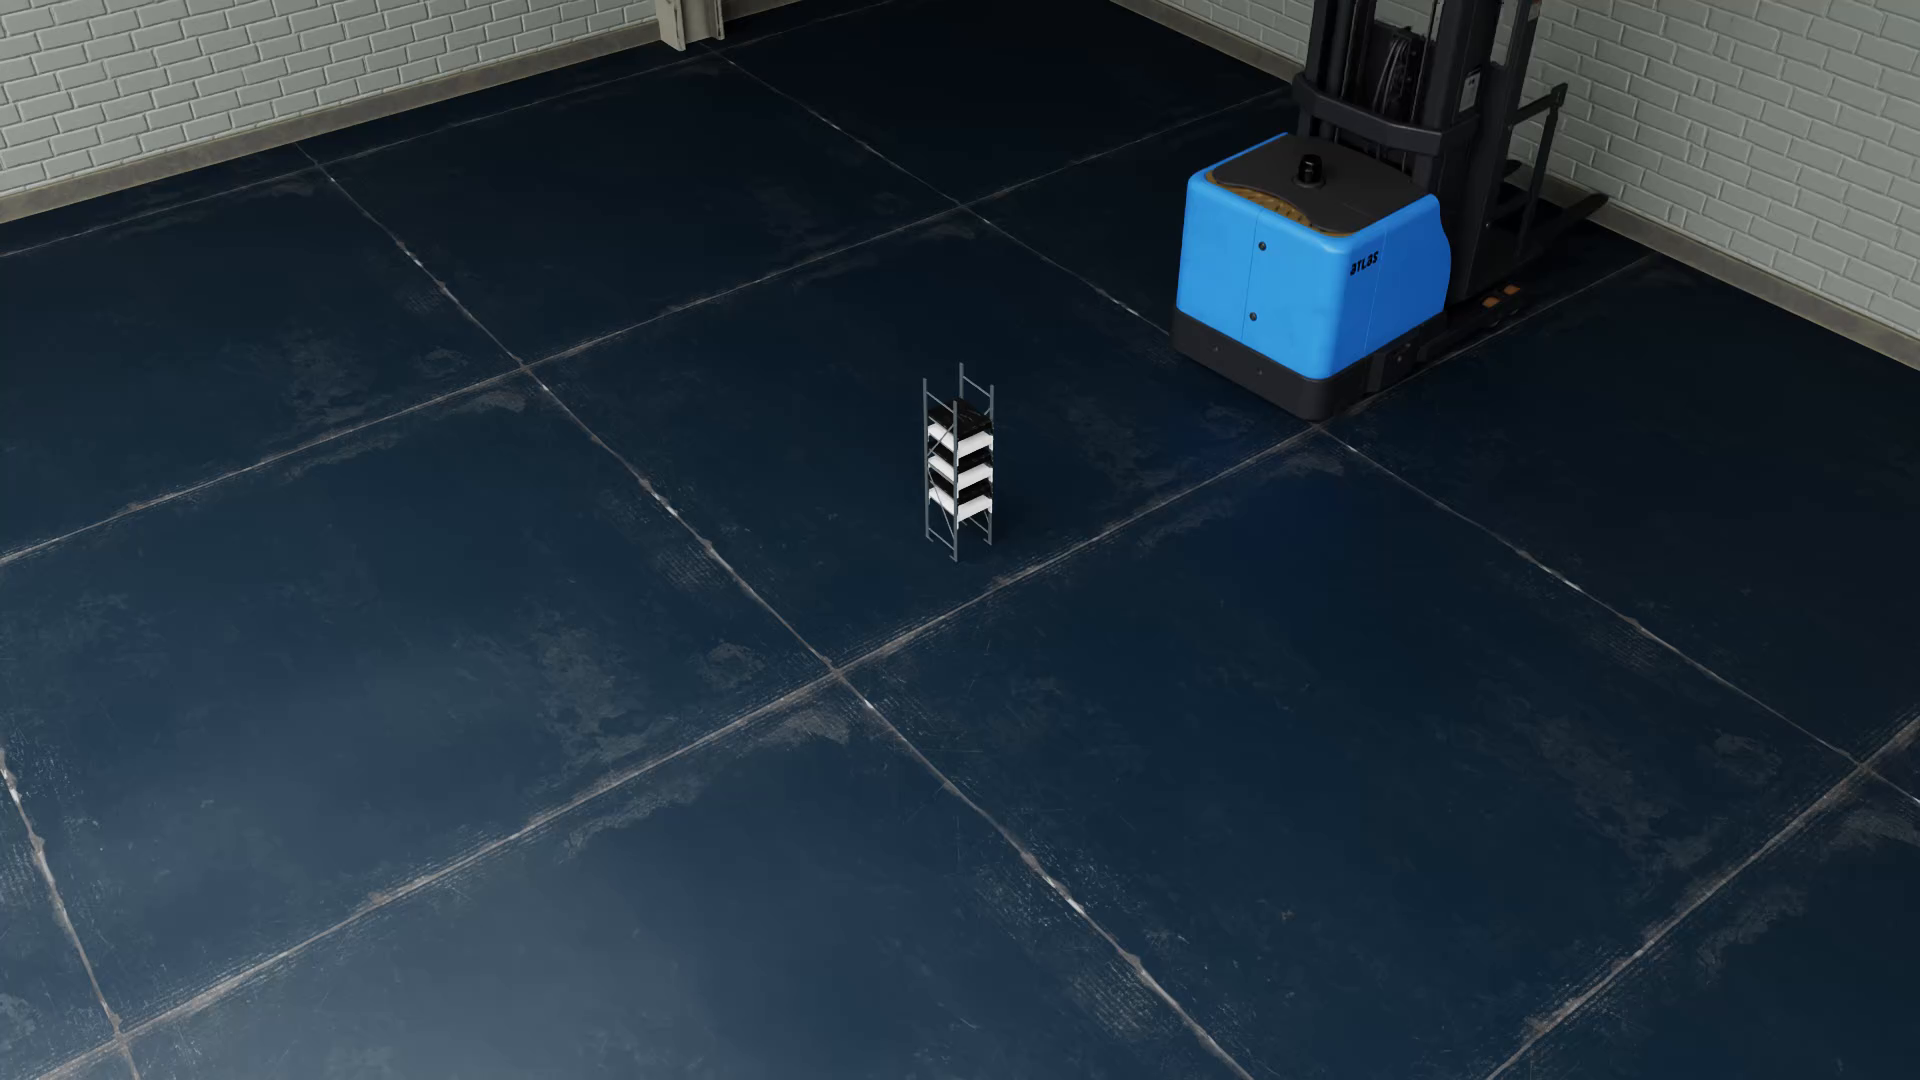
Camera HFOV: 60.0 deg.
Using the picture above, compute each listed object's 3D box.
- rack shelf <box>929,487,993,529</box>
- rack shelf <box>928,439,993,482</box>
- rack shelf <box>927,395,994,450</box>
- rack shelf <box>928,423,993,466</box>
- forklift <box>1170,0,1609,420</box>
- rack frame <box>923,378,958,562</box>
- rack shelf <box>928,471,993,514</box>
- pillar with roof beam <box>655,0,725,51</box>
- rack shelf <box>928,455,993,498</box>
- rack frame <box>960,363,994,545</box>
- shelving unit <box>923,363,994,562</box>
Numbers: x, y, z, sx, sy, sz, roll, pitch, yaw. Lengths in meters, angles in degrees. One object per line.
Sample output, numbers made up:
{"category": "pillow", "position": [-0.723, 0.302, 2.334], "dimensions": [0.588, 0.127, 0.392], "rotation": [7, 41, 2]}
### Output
{"category": "rack shelf", "position": [-0.006, -0.180, 7.730], "dimensions": [0.200, 0.077, 0.258], "rotation": [-26, 46, -28]}
{"category": "rack shelf", "position": [-0.006, -0.389, 7.558], "dimensions": [0.200, 0.077, 0.258], "rotation": [-26, 46, -28]}
{"category": "rack shelf", "position": [-0.006, -0.528, 7.444], "dimensions": [0.200, 0.077, 0.258], "rotation": [-26, 46, -28]}
{"category": "rack shelf", "position": [-0.006, -0.458, 7.501], "dimensions": [0.200, 0.077, 0.258], "rotation": [-26, 46, -28]}
{"category": "forklift", "position": [2.578, -2.552, 8.684], "dimensions": [3.031, 2.935, 1.130], "rotation": [-30, 48, -31]}
{"category": "rack frame", "position": [-0.087, -0.305, 7.546], "dimensions": [0.006, 0.900, 0.240], "rotation": [-26, 46, -28]}
{"category": "rack shelf", "position": [-0.006, -0.249, 7.672], "dimensions": [0.200, 0.077, 0.258], "rotation": [-26, 46, -28]}
{"category": "pillar with roof beam", "position": [0.615, -5.079, 6.980], "dimensions": [0.400, 9.000, 9.100], "rotation": [-26, 46, -28]}
{"category": "rack shelf", "position": [-0.006, -0.319, 7.615], "dimensions": [0.200, 0.077, 0.258], "rotation": [-26, 46, -28]}
{"category": "rack frame", "position": [0.074, -0.384, 7.642], "dimensions": [0.006, 0.900, 0.240], "rotation": [-26, 46, -28]}
{"category": "shelving unit", "position": [-0.006, -0.345, 7.594], "dimensions": [0.210, 0.900, 0.258], "rotation": [-26, 46, -28]}
